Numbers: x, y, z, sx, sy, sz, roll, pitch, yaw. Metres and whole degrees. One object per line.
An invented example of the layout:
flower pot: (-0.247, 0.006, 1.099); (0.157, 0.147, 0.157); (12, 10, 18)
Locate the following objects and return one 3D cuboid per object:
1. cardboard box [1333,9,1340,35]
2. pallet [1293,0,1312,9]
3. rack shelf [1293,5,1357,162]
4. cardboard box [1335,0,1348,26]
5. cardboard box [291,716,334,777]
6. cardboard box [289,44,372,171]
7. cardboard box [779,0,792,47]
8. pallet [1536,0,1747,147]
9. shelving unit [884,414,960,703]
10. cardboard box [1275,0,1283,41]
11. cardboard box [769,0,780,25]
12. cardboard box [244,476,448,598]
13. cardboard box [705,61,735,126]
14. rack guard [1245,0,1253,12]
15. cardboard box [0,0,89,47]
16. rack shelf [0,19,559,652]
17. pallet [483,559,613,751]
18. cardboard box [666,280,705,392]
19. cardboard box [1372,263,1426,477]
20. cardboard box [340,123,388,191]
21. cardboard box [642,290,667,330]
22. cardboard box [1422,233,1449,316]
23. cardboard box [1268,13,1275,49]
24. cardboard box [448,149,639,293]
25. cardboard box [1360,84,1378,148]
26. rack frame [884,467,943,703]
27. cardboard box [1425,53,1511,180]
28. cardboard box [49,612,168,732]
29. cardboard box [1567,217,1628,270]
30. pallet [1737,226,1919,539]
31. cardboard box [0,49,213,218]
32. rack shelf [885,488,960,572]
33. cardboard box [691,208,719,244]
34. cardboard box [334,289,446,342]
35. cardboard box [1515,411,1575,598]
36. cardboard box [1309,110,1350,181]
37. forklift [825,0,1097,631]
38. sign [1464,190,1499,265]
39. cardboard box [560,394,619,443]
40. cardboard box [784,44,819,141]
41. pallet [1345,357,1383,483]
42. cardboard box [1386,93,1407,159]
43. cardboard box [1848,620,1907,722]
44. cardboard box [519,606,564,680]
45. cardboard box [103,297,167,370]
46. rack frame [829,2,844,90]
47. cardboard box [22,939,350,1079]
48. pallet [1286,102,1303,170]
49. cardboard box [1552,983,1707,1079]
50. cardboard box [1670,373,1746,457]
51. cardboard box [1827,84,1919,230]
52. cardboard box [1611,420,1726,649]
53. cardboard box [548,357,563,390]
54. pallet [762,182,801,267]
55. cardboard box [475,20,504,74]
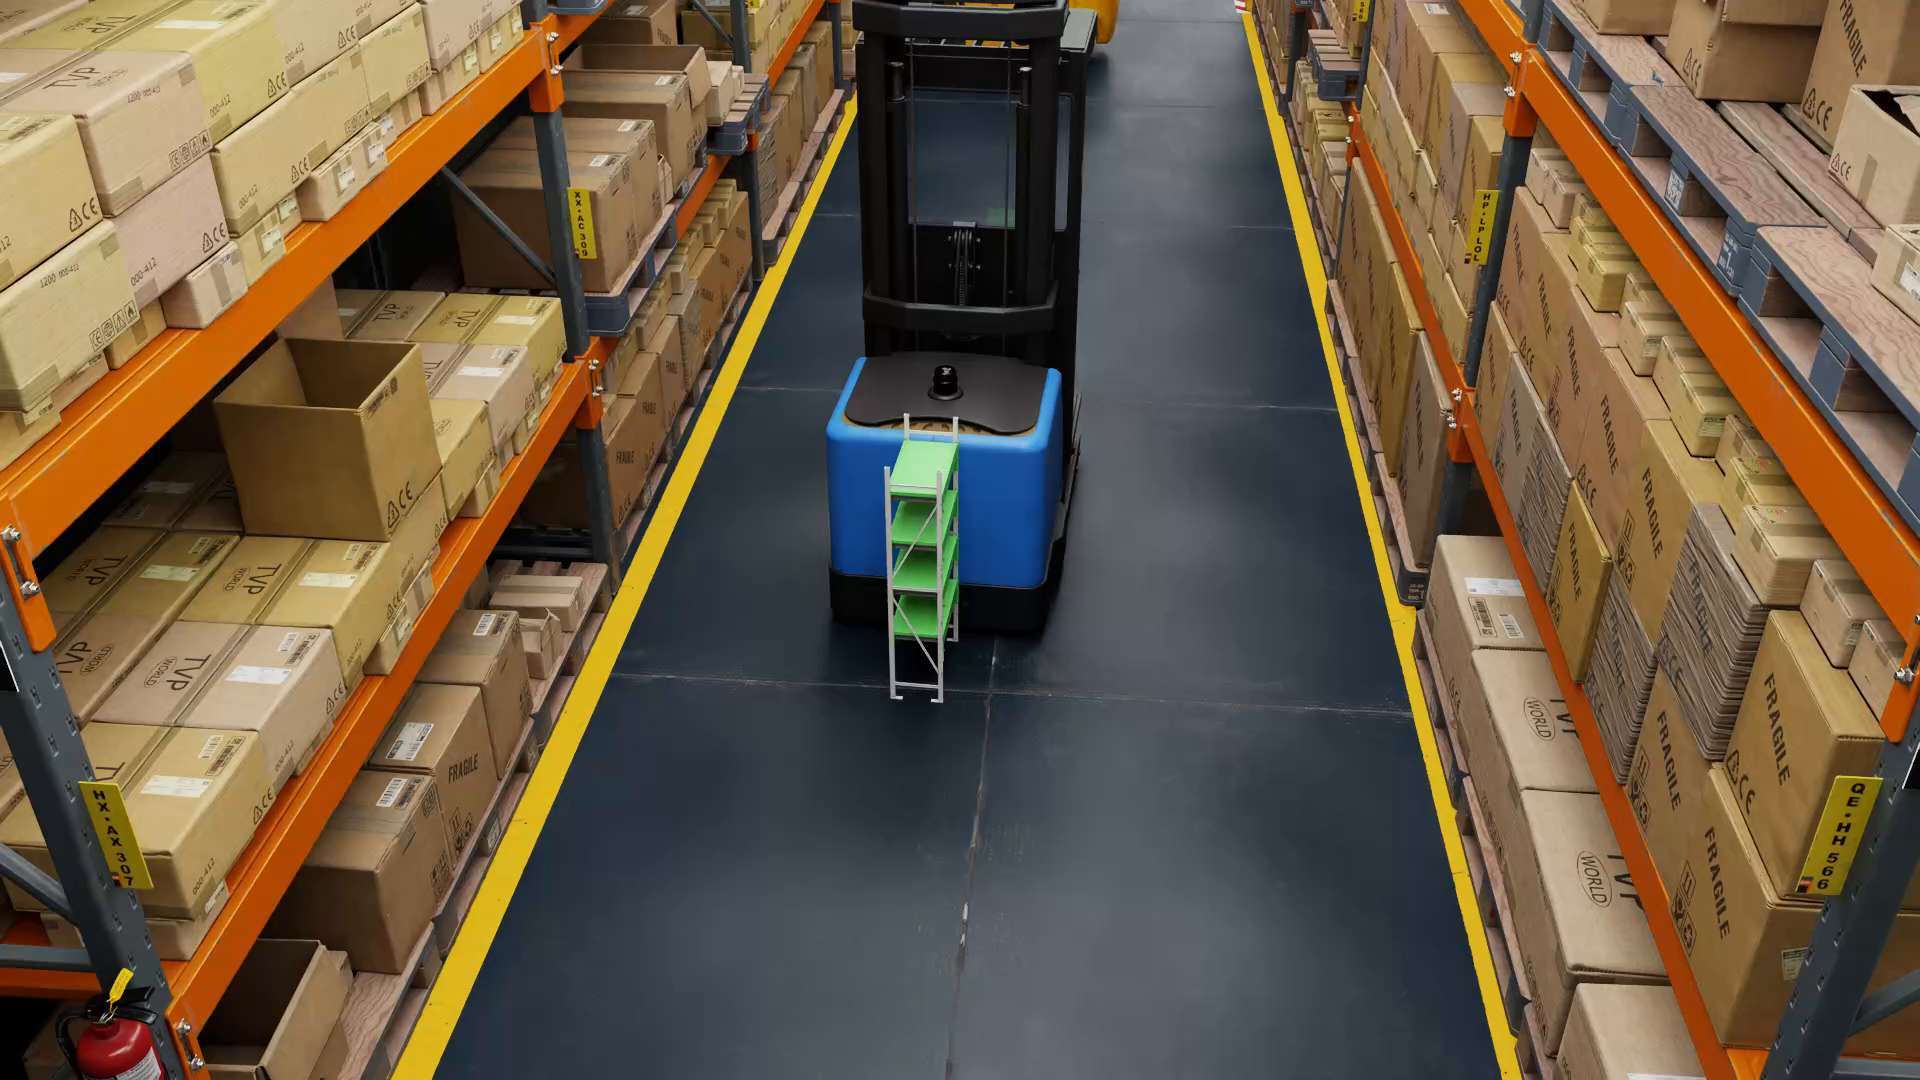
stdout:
cardboard box: (2.809, -3.589, 11.553); (0.380, 0.149, 0.250); (1, 32, 2)
pallet: (3.181, -4.544, 13.447); (1.003, 0.211, 1.213); (2, 32, 4)
rack shelf: (3.225, -3.667, 12.527); (1.077, 0.370, 4.000); (2, 32, 4)
cardboard box: (2.853, -3.796, 11.271); (0.500, 0.500, 0.500); (2, 32, 3)
cardboard box: (-2.193, 0.589, 5.174); (0.380, 0.149, 0.250); (3, 32, 6)
cardboard box: (-2.134, -1.319, 5.032); (0.500, 0.250, 0.500); (2, 32, 3)
cardboard box: (-1.525, -3.827, 12.245); (0.500, 0.250, 0.500); (1, 32, 2)
pallet: (2.660, -1.647, 5.790); (1.003, 0.211, 1.213); (2, 32, 4)
shelving unit: (-0.162, 0.090, 7.460); (0.258, 1.200, 0.503); (4, 32, 7)
cardboard box: (3.208, -4.933, 15.402); (0.500, 0.500, 0.500); (3, 32, 5)
cardboard box: (-1.564, -3.770, 11.674); (0.500, 0.250, 0.500); (3, 32, 6)
cardboard box: (-2.132, -0.040, 5.815); (0.500, 0.250, 0.500); (2, 32, 3)
cardboard box: (-1.648, -2.687, 9.993); (0.500, 0.250, 0.500); (1, 32, 2)
rack guard: (3.707, -6.007, 18.020); (1.175, 0.500, 0.348); (2, 32, 4)
cardboard box: (-2.704, -1.293, 4.513); (0.500, 0.250, 0.500); (3, 32, 4)
rack shelf: (-2.374, -0.971, 5.292); (1.077, 0.370, 4.000); (2, 32, 4)
pallet: (-2.268, 0.501, 7.737); (1.003, 0.211, 1.213); (2, 32, 4)
cardboard box: (-1.820, -1.214, 9.843); (0.500, 0.500, 0.500); (1, 32, 2)
cardboard box: (2.773, -0.910, 8.993); (0.875, 0.875, 0.875); (3, 32, 5)
cardboard box: (-2.042, -1.209, 5.233); (0.380, 0.149, 0.250); (3, 32, 5)
cardboard box: (-1.873, -1.298, 9.361); (0.380, 0.149, 0.250); (4, 32, 6)
cardboard box: (2.565, -1.283, 8.116); (0.500, 0.250, 0.500); (2, 32, 3)
cardboard box: (3.248, -4.892, 16.050); (0.500, 0.250, 0.500); (3, 32, 5)
cardboard box: (-1.949, -1.510, 7.846); (0.700, 0.500, 0.500); (3, 32, 5)
cardboard box: (2.772, -2.618, 10.282); (0.500, 0.250, 0.500); (2, 32, 3)
rack frame: (-0.196, 0.217, 7.254); (0.240, 1.200, 0.015); (4, 32, 7)
cardboard box: (2.618, -2.083, 8.223); (0.500, 0.500, 0.500); (3, 32, 5)
cardboard box: (-2.720, 0.462, 5.001); (0.500, 0.250, 0.500); (3, 32, 4)
cardboard box: (2.387, -1.028, 5.893); (0.380, 0.149, 0.250); (2, 32, 4)
pallet: (2.461, -0.372, 3.719); (1.003, 0.211, 1.213); (2, 32, 4)
cardboard box: (-2.190, -0.993, 4.026); (0.500, 0.250, 0.500); (2, 32, 4)
rack shelf: (-0.162, -0.059, 7.367); (0.258, 0.148, 0.480); (4, 32, 7)
cardboard box: (-1.730, -1.979, 10.466); (0.380, 0.149, 0.250); (1, 32, 2)
cardboard box: (-2.520, -0.861, 7.148); (0.500, 0.250, 0.500); (2, 32, 3)
cardboard box: (2.346, -0.121, 5.992); (0.500, 0.500, 0.500); (3, 32, 4)
cardboard box: (3.238, -3.065, 12.969); (0.950, 0.372, 0.625); (3, 32, 6)
forklift: (0.087, -1.571, 8.506); (1.130, 2.935, 3.031); (4, 32, 7)
sign: (2.195, -1.313, 6.993); (0.100, 0.325, 0.005); (2, 32, 4)
cardboard box: (-1.916, -0.613, 8.249); (0.380, 0.149, 0.250); (4, 32, 6)
cardboard box: (-1.662, -3.718, 13.787); (0.875, 0.625, 0.625); (2, 32, 3)
pallet: (2.821, -0.695, 9.676); (1.003, 0.211, 1.213); (2, 32, 4)
cardboard box: (2.679, -2.292, 9.276); (0.500, 0.250, 0.500); (2, 32, 4)
cardboard box: (2.241, 0.315, 3.713); (0.380, 0.149, 0.250); (3, 32, 5)
cardboard box: (-1.993, 0.430, 7.399); (0.396, 0.266, 0.258); (4, 32, 6)
cardboard box: (-2.246, -0.552, 4.168); (0.380, 0.149, 0.250); (3, 32, 4)
rack frame: (-1.560, -5.229, 14.376); (1.000, 3.000, 0.127); (2, 32, 4)
cardboard box: (-2.392, 1.614, 5.251); (0.797, 0.503, 0.637); (1, 32, 2)
pallet: (3.326, -3.425, 14.106); (1.003, 0.211, 1.213); (2, 32, 4)
cardboard box: (2.365, 1.819, 4.982); (0.875, 0.438, 0.875); (1, 32, 2)
cardboard box: (2.290, -0.354, 4.799); (0.380, 0.149, 0.250); (3, 32, 5)
cardboard box: (2.583, -0.985, 4.219); (0.500, 0.311, 0.500); (3, 32, 5)
cardboard box: (2.270, -0.008, 4.855); (0.500, 0.500, 0.500); (2, 32, 4)
cardboard box: (-1.985, -0.761, 7.366); (0.380, 0.149, 0.250); (3, 32, 5)
pallet: (-1.779, -2.379, 12.409); (1.003, 0.211, 1.213); (2, 32, 4)
cardboard box: (-1.969, -1.887, 6.334); (0.380, 0.149, 0.250); (2, 32, 4)
